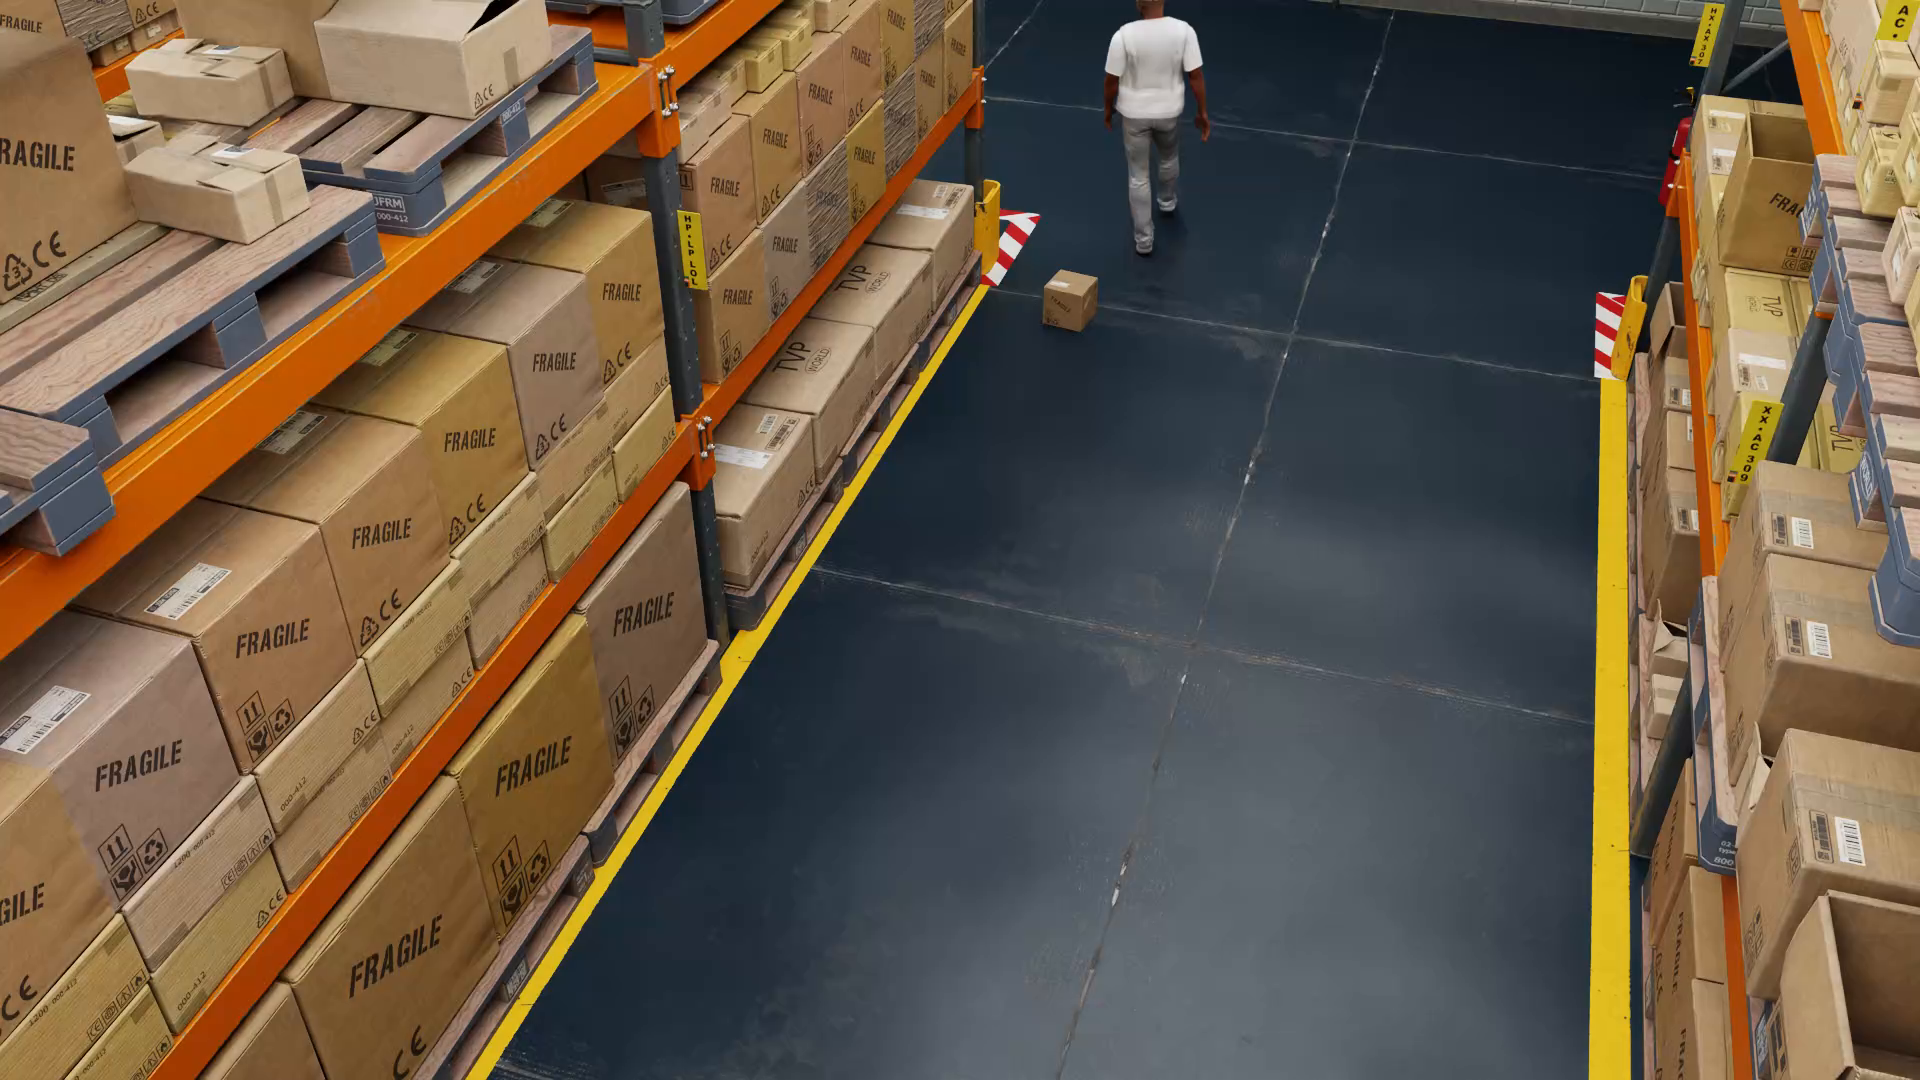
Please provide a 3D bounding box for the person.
[{"bbox_3d":[1.213,-2.790,10.581,0.666,1.733,0.852,-3,37,-4],"label":"person"}]
